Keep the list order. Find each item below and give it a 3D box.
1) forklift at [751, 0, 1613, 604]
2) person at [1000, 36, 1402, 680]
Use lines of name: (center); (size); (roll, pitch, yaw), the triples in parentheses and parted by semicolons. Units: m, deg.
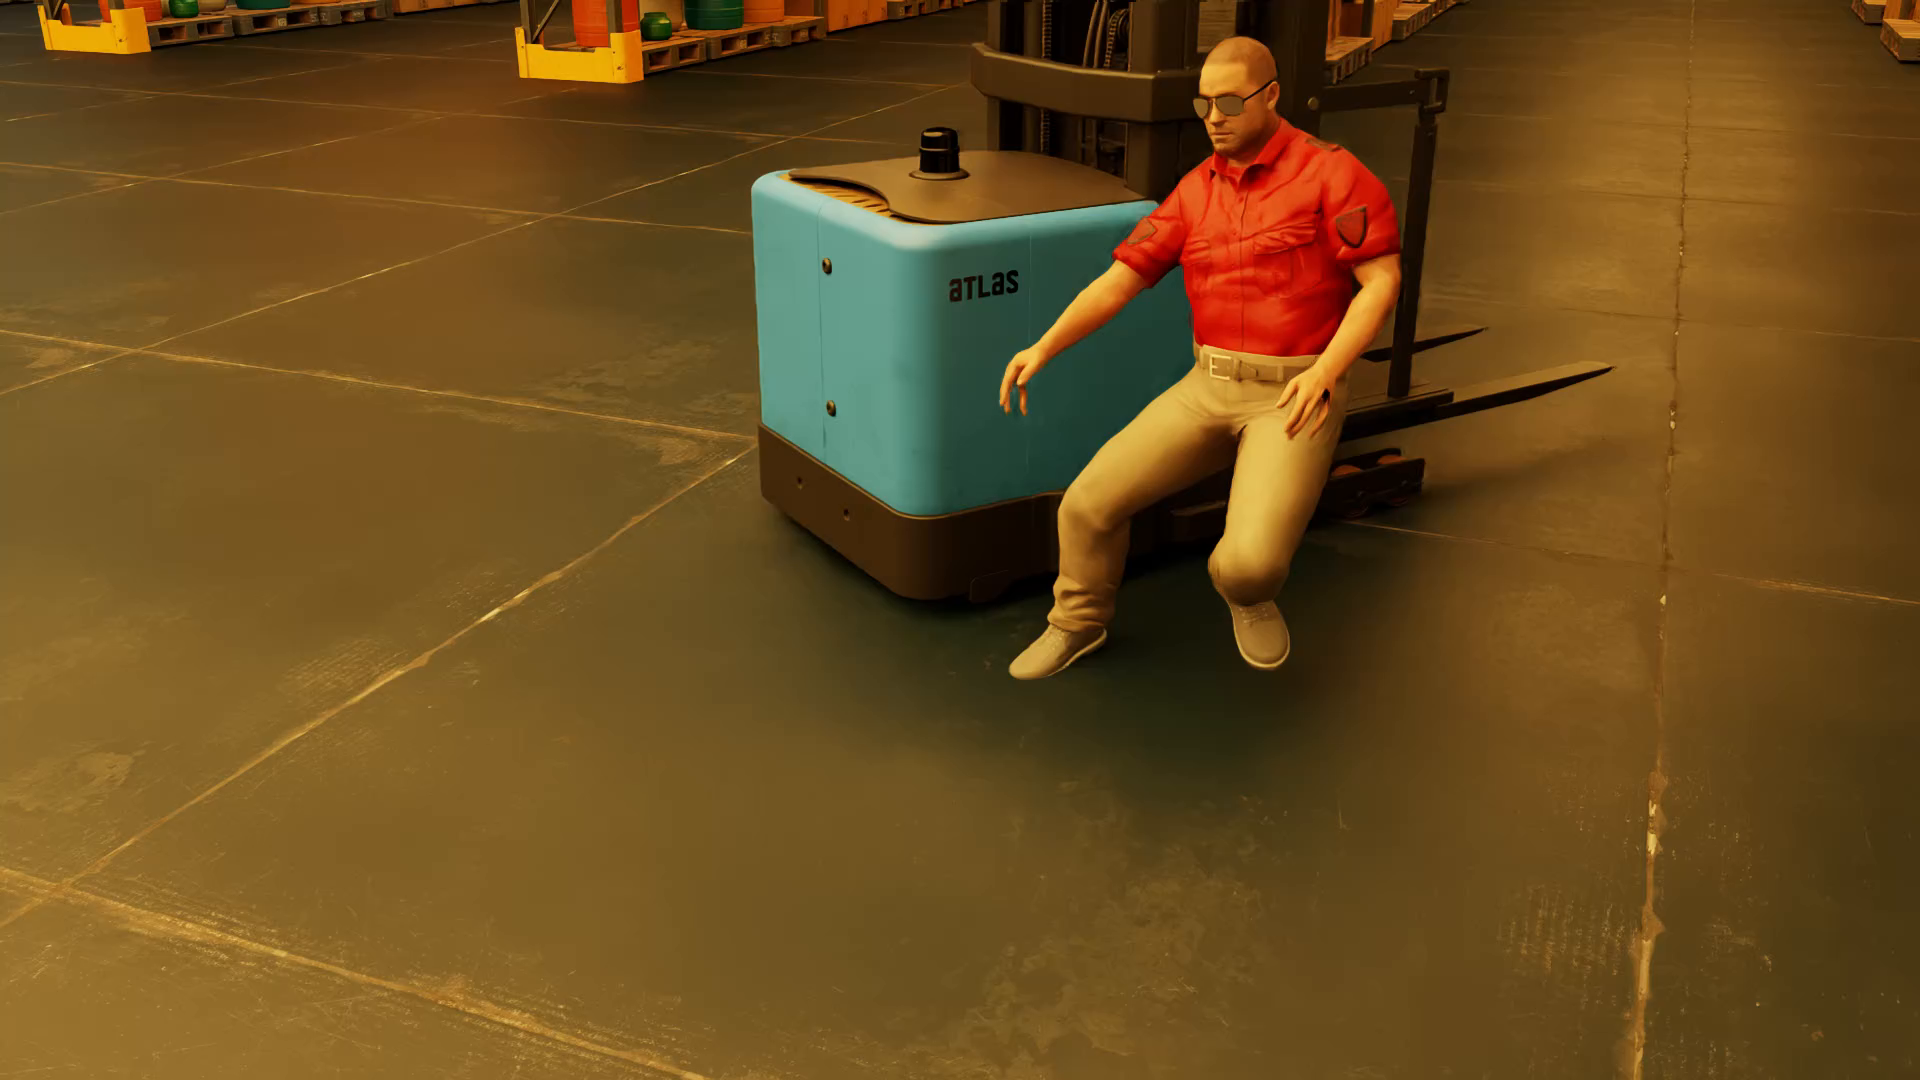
forklift: (0.897, -1.582, 5.077); (3.031, 2.935, 1.130); (-13, 26, -29)
person: (0.528, -0.323, 3.867); (0.816, 1.600, 0.690); (21, 31, 41)
